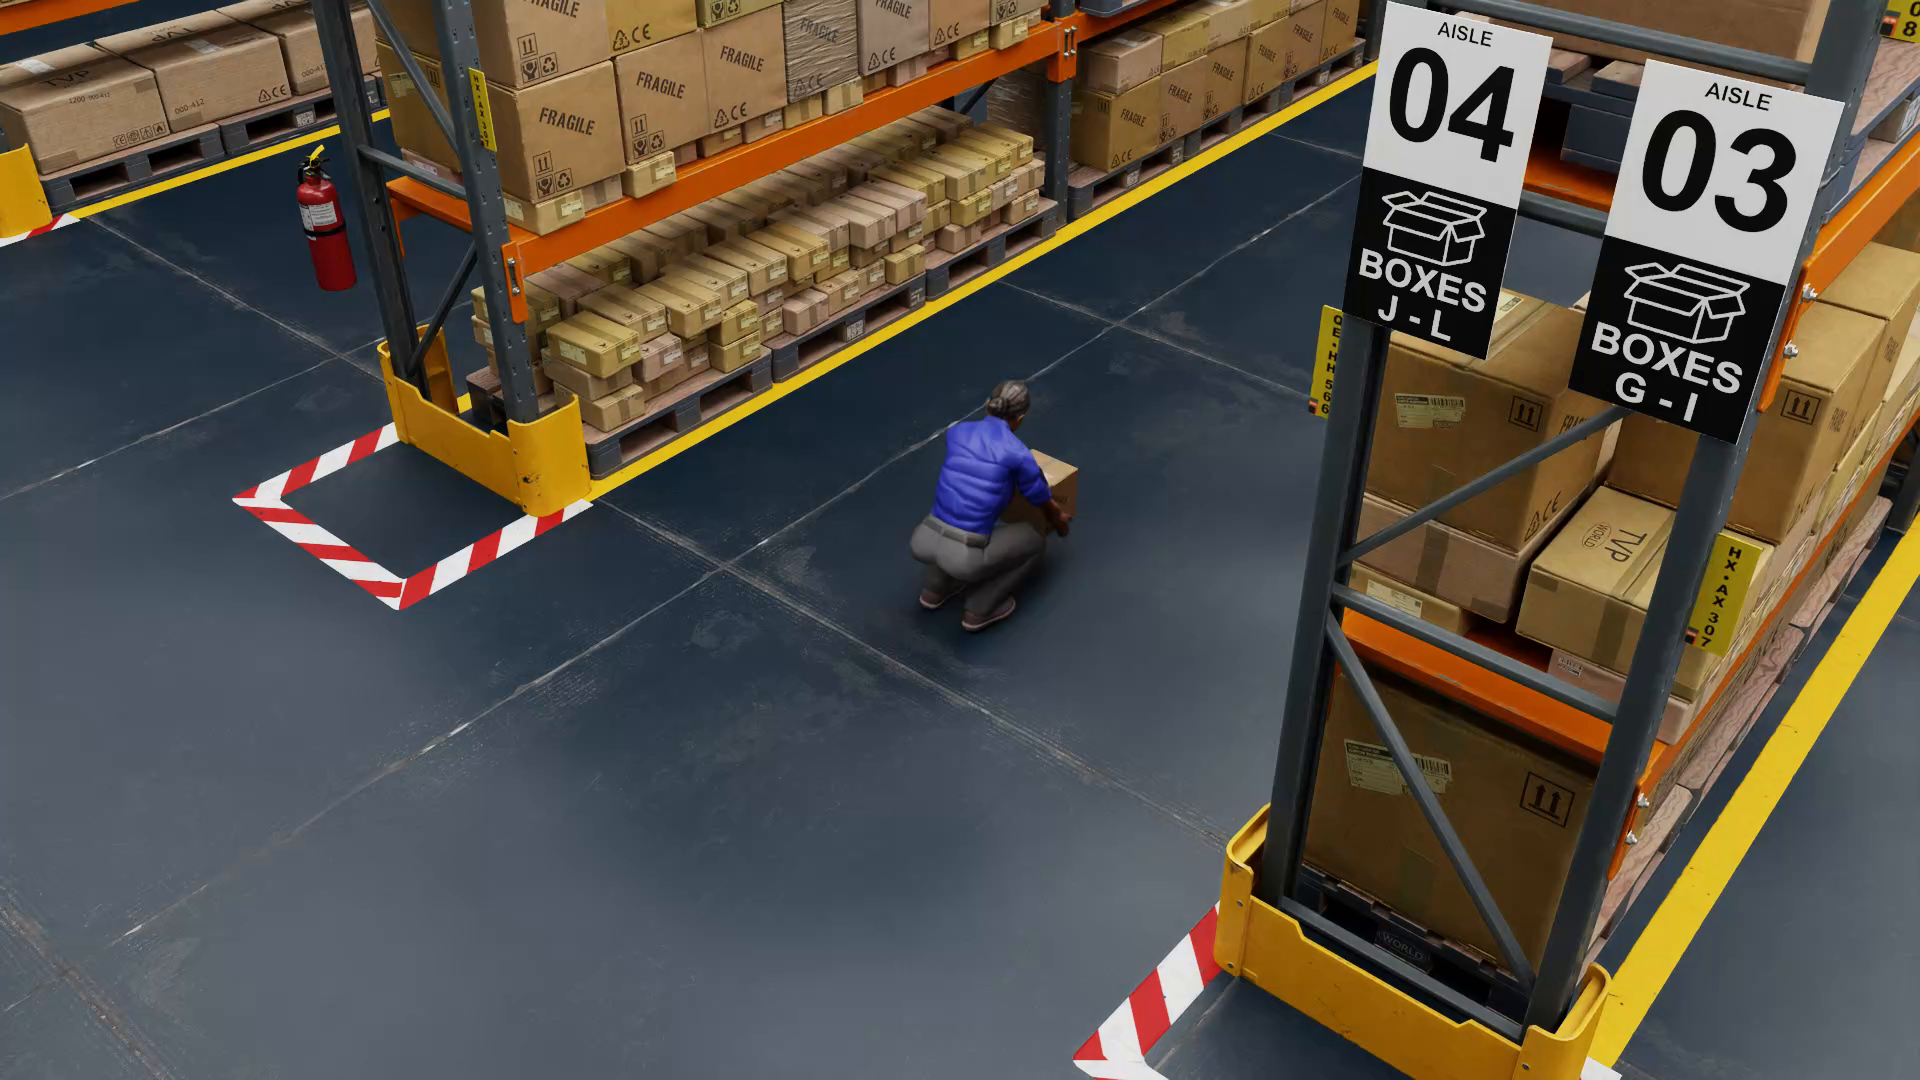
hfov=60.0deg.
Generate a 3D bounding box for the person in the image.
[{"bbox_3d":[0.129,-0.163,7.024,0.486,0.934,0.829,25,42,31],"label":"person"}]
